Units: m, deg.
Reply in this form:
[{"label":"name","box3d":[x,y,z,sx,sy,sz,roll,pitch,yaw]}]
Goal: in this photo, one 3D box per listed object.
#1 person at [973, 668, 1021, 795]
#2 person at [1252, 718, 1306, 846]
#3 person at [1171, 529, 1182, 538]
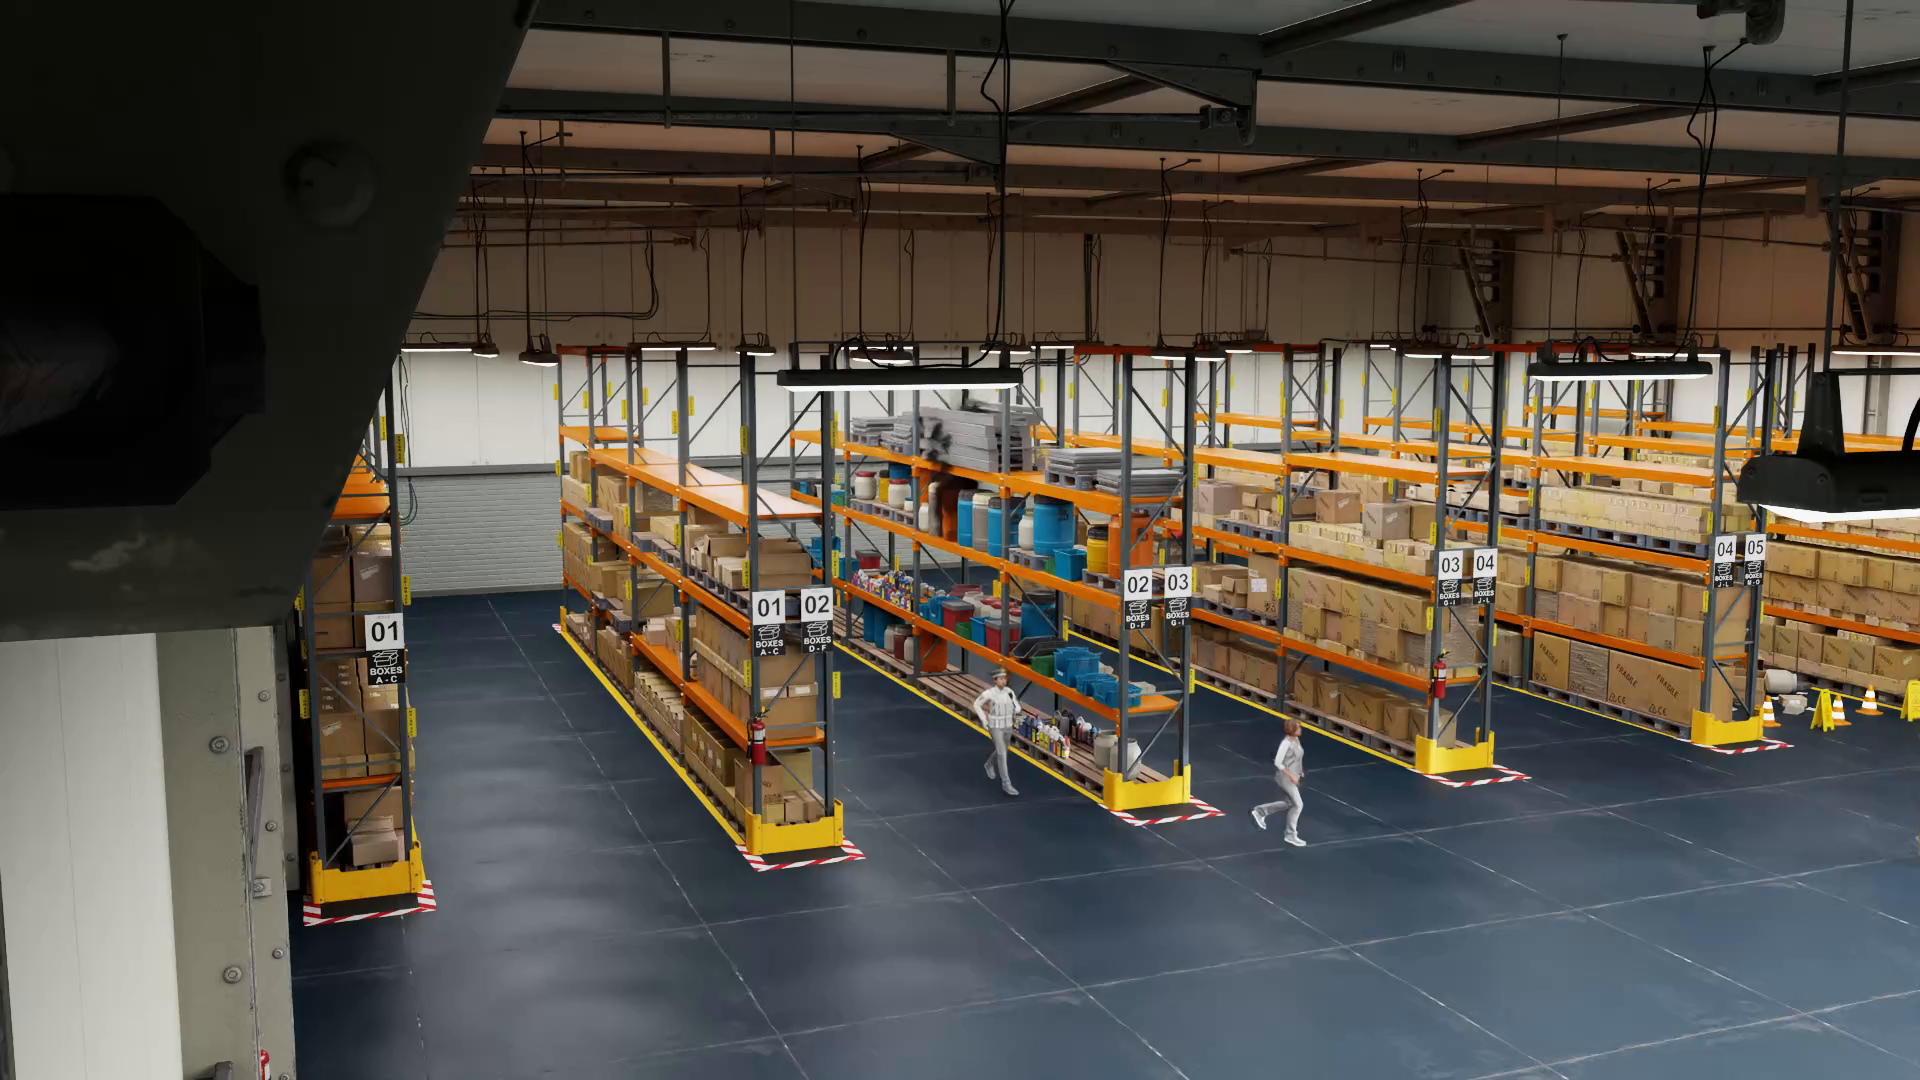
[{"label":"person","box3d":[0.553,2.578,22.833,0.611,1.682,0.921,-5,9,-33]},{"label":"person","box3d":[3.952,2.961,20.516,0.677,1.591,0.529,3,8,22]},{"label":"person","box3d":[5.299,0.283,41.272,0.708,1.673,0.518,7,10,44]}]
